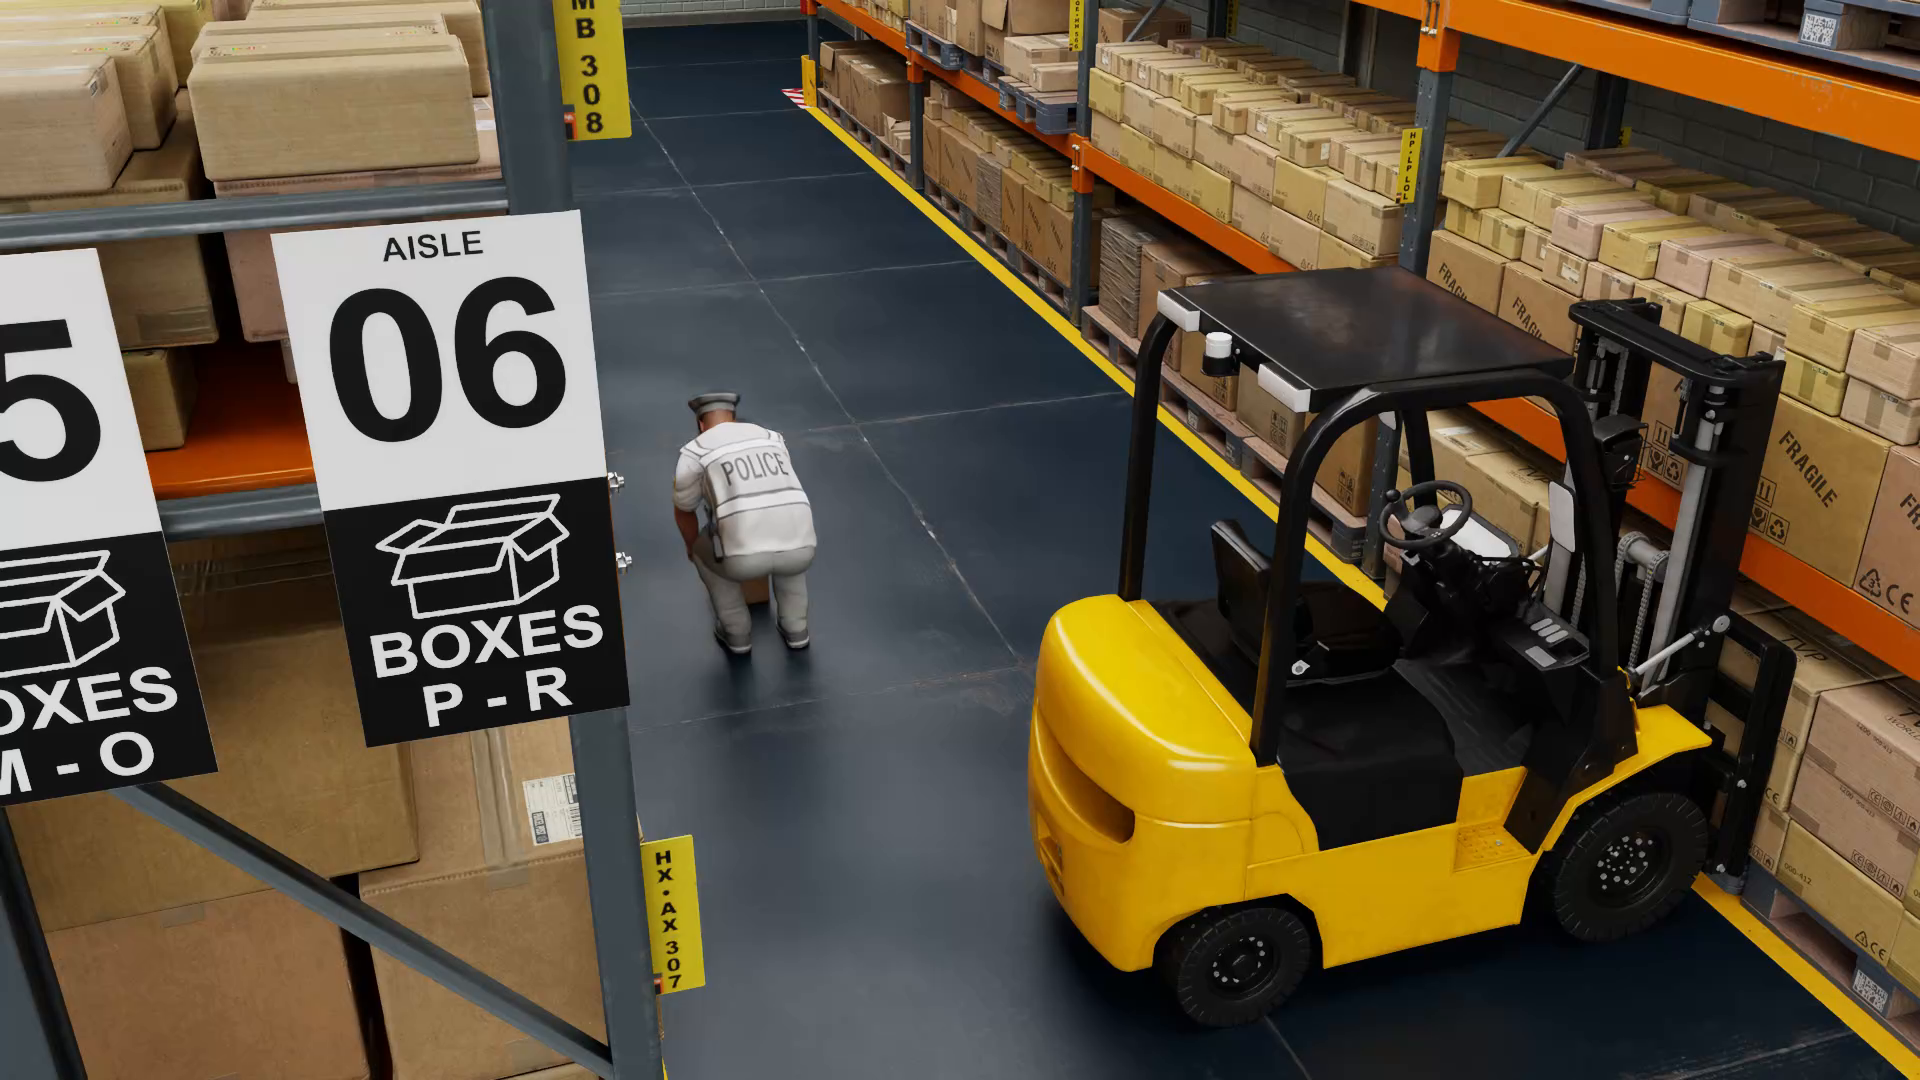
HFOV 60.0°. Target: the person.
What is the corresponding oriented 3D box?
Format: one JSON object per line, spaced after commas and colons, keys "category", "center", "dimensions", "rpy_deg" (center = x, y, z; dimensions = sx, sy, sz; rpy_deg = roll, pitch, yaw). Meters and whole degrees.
{"category": "person", "center": [-0.980, -0.066, 7.521], "dimensions": [0.572, 1.069, 0.933], "rpy_deg": [-9, 27, -17]}
